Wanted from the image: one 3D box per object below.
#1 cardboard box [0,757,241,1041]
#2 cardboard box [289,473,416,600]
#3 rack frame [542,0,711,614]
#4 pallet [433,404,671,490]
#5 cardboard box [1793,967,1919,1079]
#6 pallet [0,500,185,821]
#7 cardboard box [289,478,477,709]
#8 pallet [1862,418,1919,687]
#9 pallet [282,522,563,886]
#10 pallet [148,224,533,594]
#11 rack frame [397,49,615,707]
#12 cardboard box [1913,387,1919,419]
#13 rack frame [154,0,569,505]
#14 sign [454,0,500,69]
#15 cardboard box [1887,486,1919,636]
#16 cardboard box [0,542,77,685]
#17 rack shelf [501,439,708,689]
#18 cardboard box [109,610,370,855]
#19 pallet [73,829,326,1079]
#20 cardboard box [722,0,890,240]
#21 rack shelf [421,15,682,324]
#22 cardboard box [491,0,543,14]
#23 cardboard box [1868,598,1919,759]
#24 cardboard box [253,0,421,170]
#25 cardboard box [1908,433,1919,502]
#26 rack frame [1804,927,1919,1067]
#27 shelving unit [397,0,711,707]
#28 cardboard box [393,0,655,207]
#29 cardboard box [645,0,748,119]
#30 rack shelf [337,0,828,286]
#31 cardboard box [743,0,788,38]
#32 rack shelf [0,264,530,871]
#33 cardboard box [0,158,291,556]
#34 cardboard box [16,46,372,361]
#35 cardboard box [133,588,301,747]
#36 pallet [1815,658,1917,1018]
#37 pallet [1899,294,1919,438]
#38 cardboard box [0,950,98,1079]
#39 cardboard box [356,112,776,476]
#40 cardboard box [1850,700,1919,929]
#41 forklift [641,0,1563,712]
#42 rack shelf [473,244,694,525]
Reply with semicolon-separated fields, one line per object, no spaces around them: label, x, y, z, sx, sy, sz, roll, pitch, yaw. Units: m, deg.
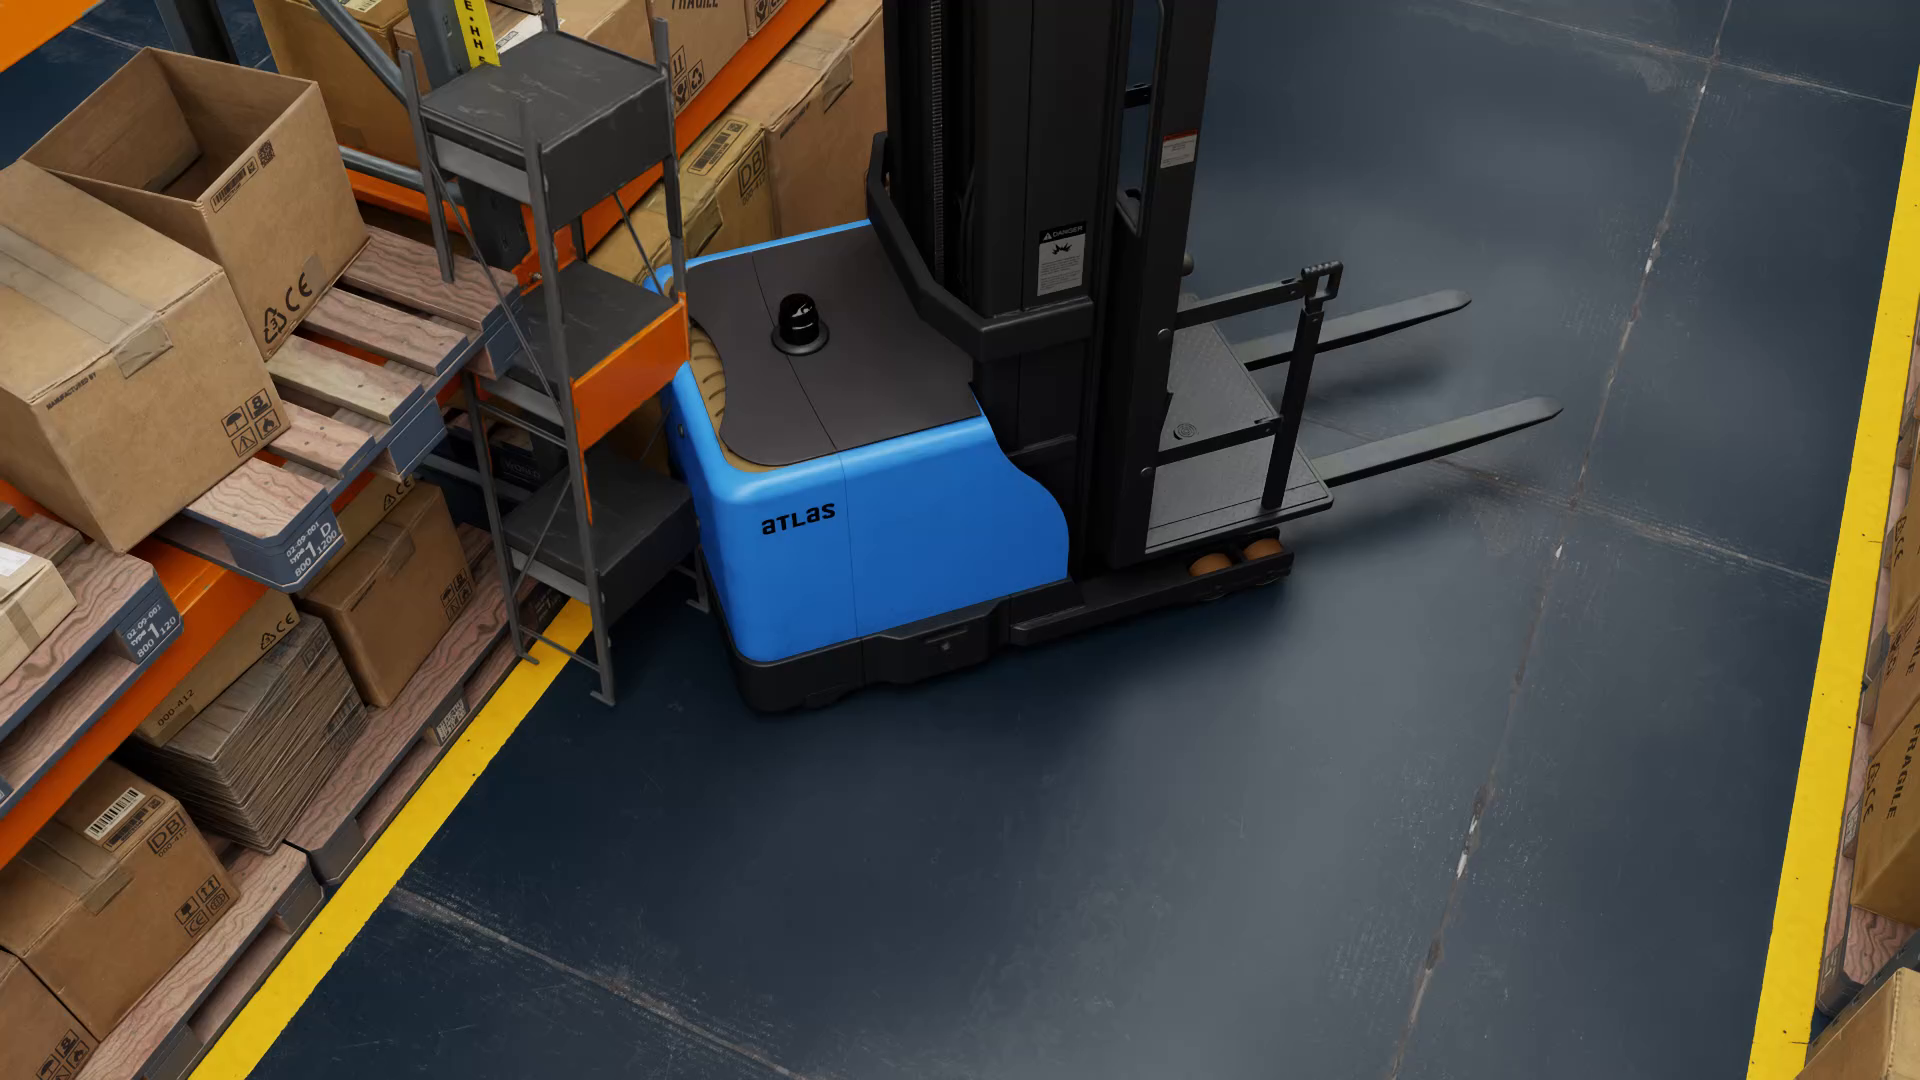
cardboard box;-2.420;0.855;4.405;0.700;0.500;0.500;24;54;19
cardboard box;-1.949;-0.163;4.780;0.500;0.250;0.500;22;53;18
rack frame;-0.948;-0.594;4.872;0.400;2.100;0.015;25;47;20
pallet;-1.285;-0.674;6.185;1.003;0.211;1.213;20;52;16
cardboard box;2.410;1.607;3.614;1.050;0.750;0.750;19;52;16
pallet;-2.499;0.380;3.583;1.003;0.211;1.213;20;52;16
cardboard box;-1.958;0.076;5.068;0.700;0.500;0.500;17;52;14
pallet;3.609;0.153;5.481;1.003;0.211;1.213;20;52;16
pallet;-2.025;0.382;5.286;1.003;0.211;1.213;20;52;16
pallet;-1.898;-0.471;4.308;1.213;0.211;1.003;20;52;16
rack frame;-1.201;-0.315;4.562;0.400;2.100;0.015;25;47;20
cardboard box;3.680;-0.669;5.715;0.500;0.500;0.500;22;53;18
rack frame;-1.690;-1.059;4.682;1.000;3.000;0.127;20;52;16
sign;-1.195;-1.239;4.126;0.100;0.325;0.005;20;52;16
cardboard box;3.233;0.034;5.117;0.500;0.500;0.500;18;52;14
cardboard box;-2.158;0.085;3.521;0.396;0.266;0.258;18;52;15
rack shelf;-1.112;0.060;5.210;0.431;0.518;0.480;25;47;20
cardboard box;-2.184;0.462;4.739;0.700;0.500;0.500;16;51;13
pallet;-2.548;1.219;4.574;1.003;0.211;1.213;20;52;16
cardboard box;-0.989;-1.586;6.250;1.225;0.875;0.875;20;52;16
rack shelf;-1.039;-0.950;4.243;0.431;0.518;0.480;25;47;20
cardboard box;-1.363;-1.915;4.685;0.797;0.503;0.637;21;53;17
cardboard box;3.021;0.404;4.802;0.500;0.500;0.500;22;53;18
cardboard box;-1.703;-1.512;5.001;0.500;0.500;0.500;21;53;17
cardboard box;3.469;-0.304;5.404;0.500;0.500;0.500;21;53;17
rack frame;2.751;0.624;3.249;1.000;3.000;0.127;20;52;16
shelving unit;-1.075;-0.455;4.717;0.431;2.100;0.503;25;47;20
cardboard box;-1.236;-1.338;4.853;0.500;0.500;0.500;21;53;17
cardboard box;-1.018;-1.693;5.156;0.500;0.500;0.500;19;52;15
rack shelf;-0.836;-2.203;6.127;1.077;0.370;4.000;20;52;16
cardboard box;-0.802;-2.047;5.457;0.500;0.500;0.500;19;52;15
rack shelf;-2.544;0.551;3.784;1.077;0.370;4.000;20;52;16
cardboard box;-2.033;-0.426;3.801;0.700;0.500;0.500;27;55;21
cardboard box;-1.885;-0.843;4.156;0.500;0.500;0.500;14;51;12
cardboard box;-2.167;0.205;4.466;0.500;0.250;0.500;25;54;20
pallet;3.087;0.990;4.769;1.003;0.211;1.213;20;52;16
pallet;4.129;-0.690;6.198;1.003;0.211;1.213;20;52;16
cardboard box;-2.658;1.239;4.078;0.700;0.500;0.500;16;51;13
cardboard box;-1.376;-0.975;5.729;1.225;0.875;0.875;18;52;14
cardboard box;2.796;0.760;4.499;0.500;0.500;0.500;20;52;16
forklift;0.588;-1.112;4.772;3.031;2.935;1.130;-15;51;-13
rack shelf;-1.075;-0.445;4.726;0.431;0.518;0.480;25;47;20
